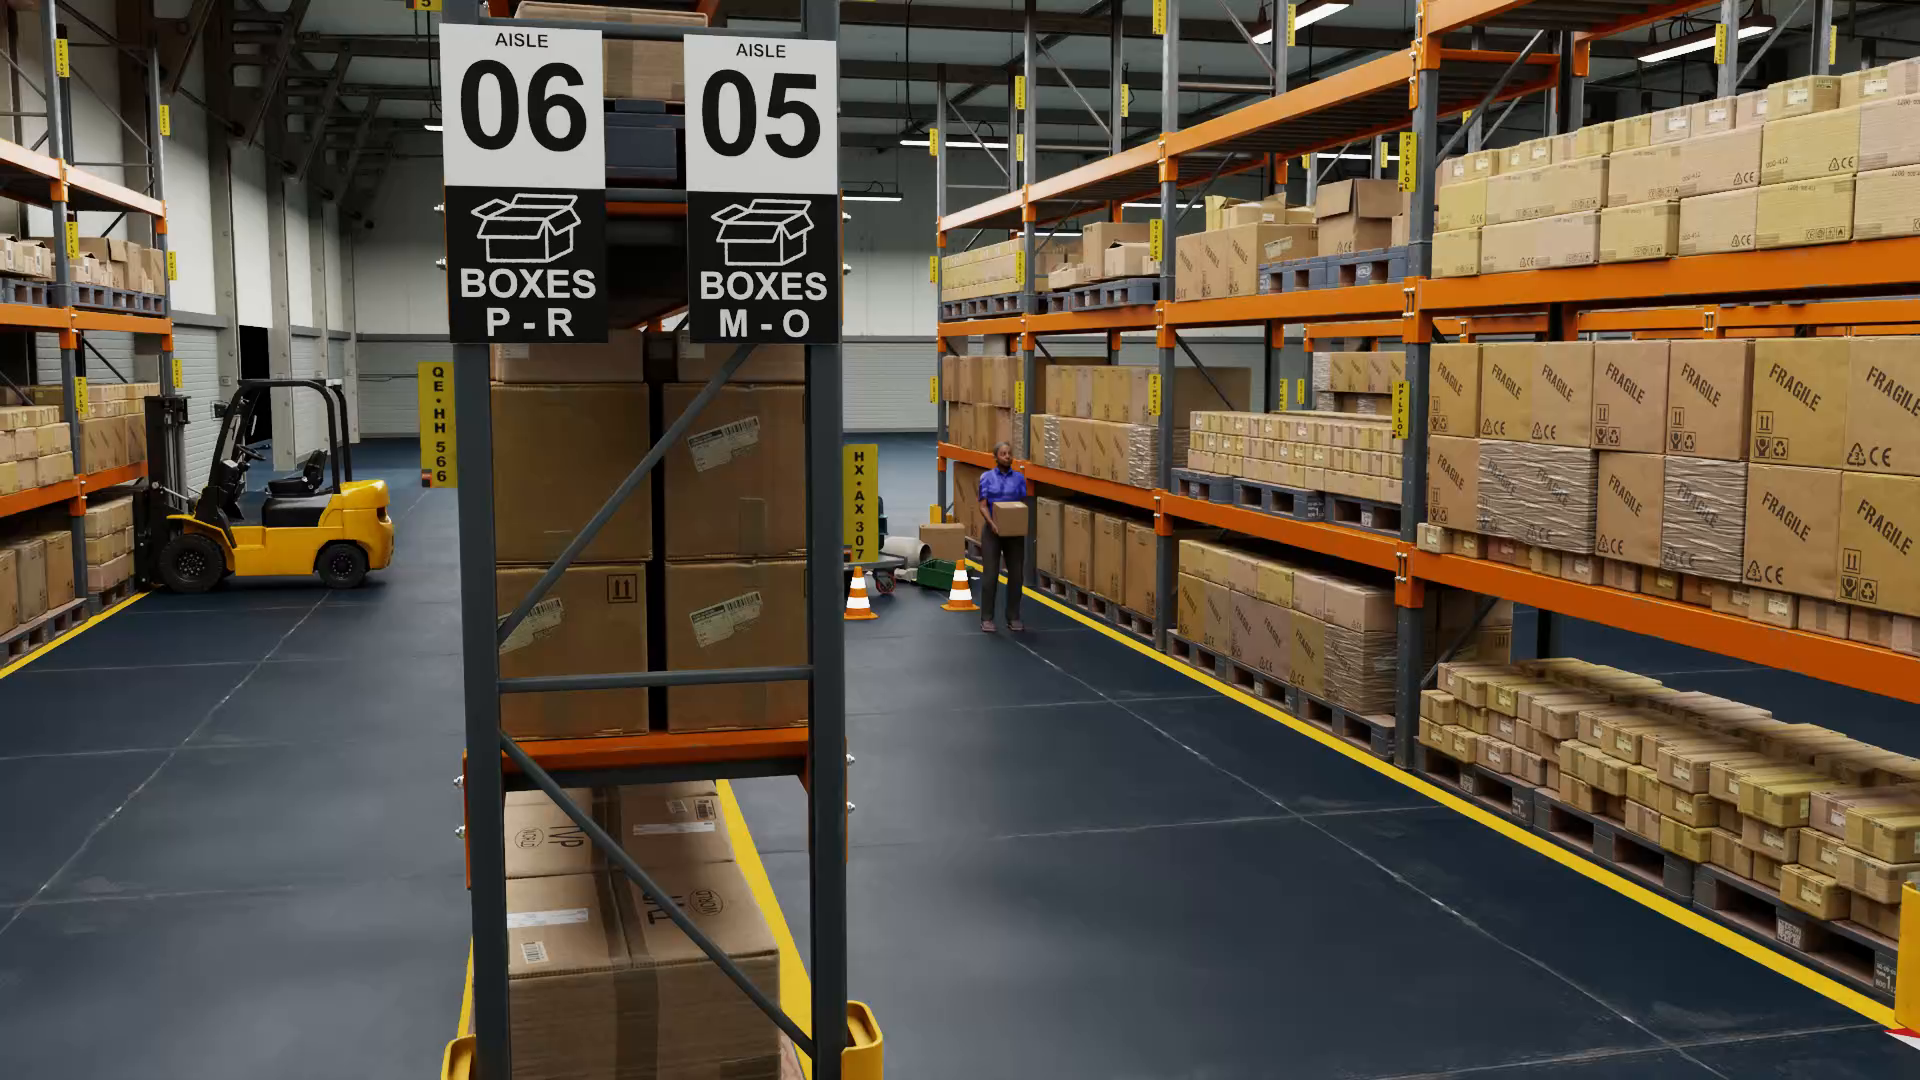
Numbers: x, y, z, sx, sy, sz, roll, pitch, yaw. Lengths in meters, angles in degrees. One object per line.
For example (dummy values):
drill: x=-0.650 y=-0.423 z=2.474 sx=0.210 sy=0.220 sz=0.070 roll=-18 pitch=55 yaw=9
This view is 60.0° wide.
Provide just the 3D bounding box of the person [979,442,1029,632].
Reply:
person: x=0.392 y=-0.025 z=14.475 sx=0.448 sy=1.646 sz=0.514 roll=-2 pitch=6 yaw=-14
